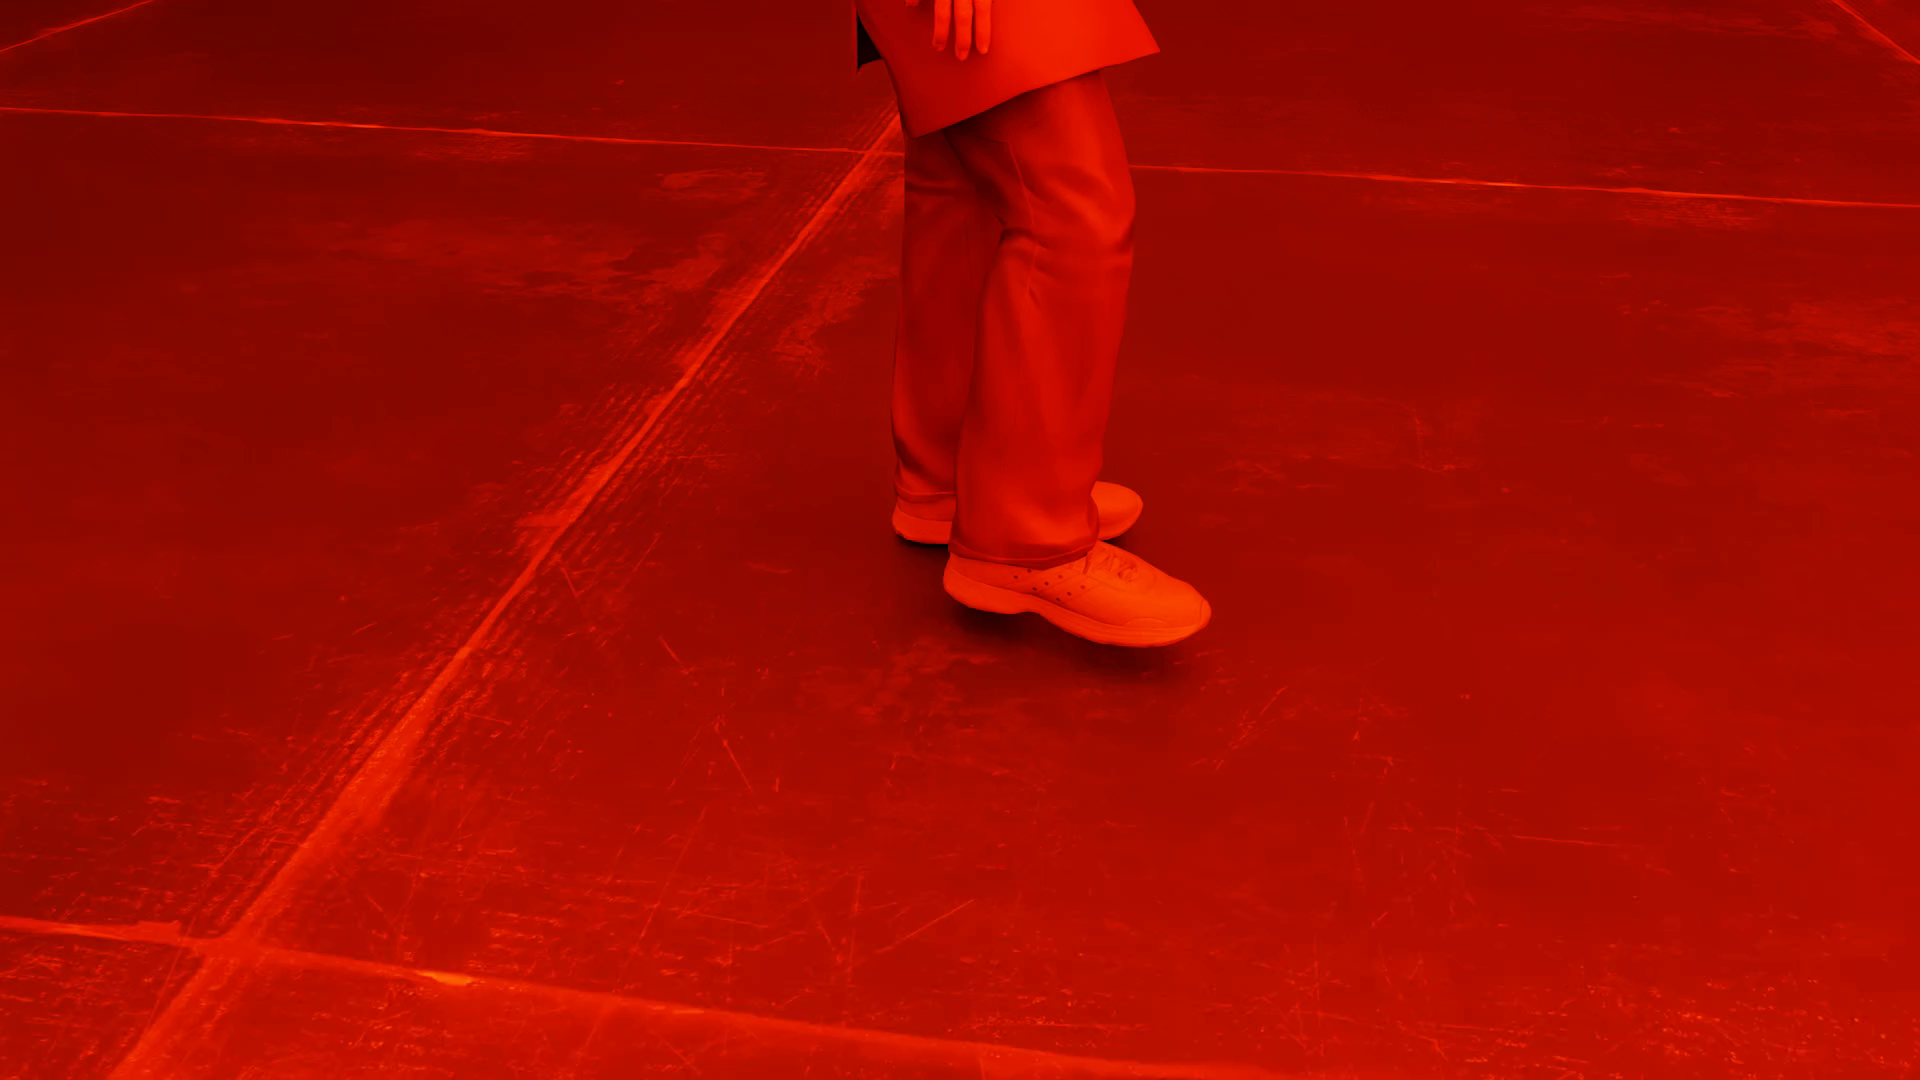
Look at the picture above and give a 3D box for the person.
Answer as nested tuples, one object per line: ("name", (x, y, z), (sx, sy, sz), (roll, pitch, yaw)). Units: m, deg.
("person", (0.089, -0.774, 2.047), (0.583, 1.775, 0.696), (5, 29, 9))
